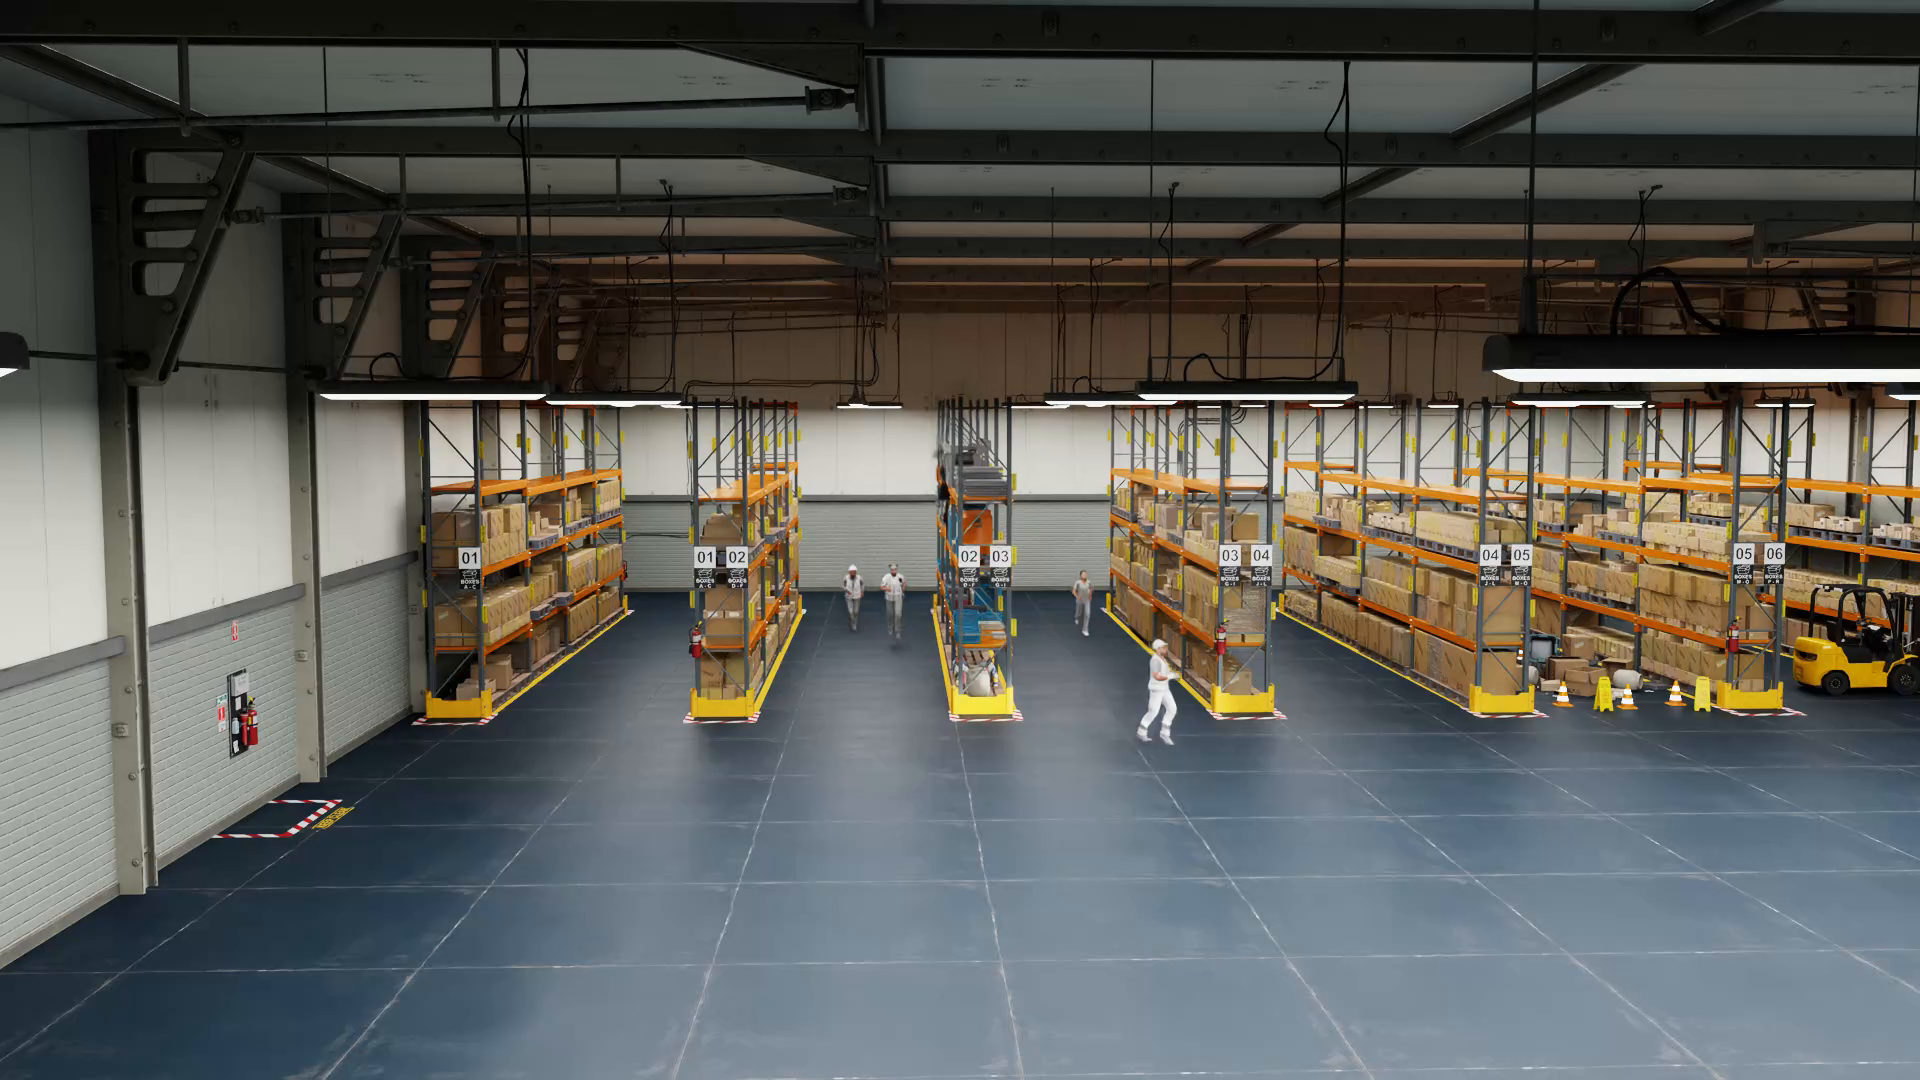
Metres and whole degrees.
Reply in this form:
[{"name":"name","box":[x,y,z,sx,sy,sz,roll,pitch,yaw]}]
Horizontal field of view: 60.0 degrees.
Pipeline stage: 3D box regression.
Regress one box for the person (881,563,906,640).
[{"name":"person","box":[-1.627,1.462,40.503,0.608,1.826,0.879,0,4,-2]}]

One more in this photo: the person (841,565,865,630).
[{"name":"person","box":[-2.809,1.506,43.687,0.641,1.710,0.718,0,4,-2]}]

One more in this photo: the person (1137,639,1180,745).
[{"name":"person","box":[3.418,2.626,28.555,0.776,1.852,0.664,2,5,28]}]

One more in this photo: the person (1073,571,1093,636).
[{"name":"person","box":[3.178,1.608,42.978,0.545,1.649,1.008,0,4,-6]}]
